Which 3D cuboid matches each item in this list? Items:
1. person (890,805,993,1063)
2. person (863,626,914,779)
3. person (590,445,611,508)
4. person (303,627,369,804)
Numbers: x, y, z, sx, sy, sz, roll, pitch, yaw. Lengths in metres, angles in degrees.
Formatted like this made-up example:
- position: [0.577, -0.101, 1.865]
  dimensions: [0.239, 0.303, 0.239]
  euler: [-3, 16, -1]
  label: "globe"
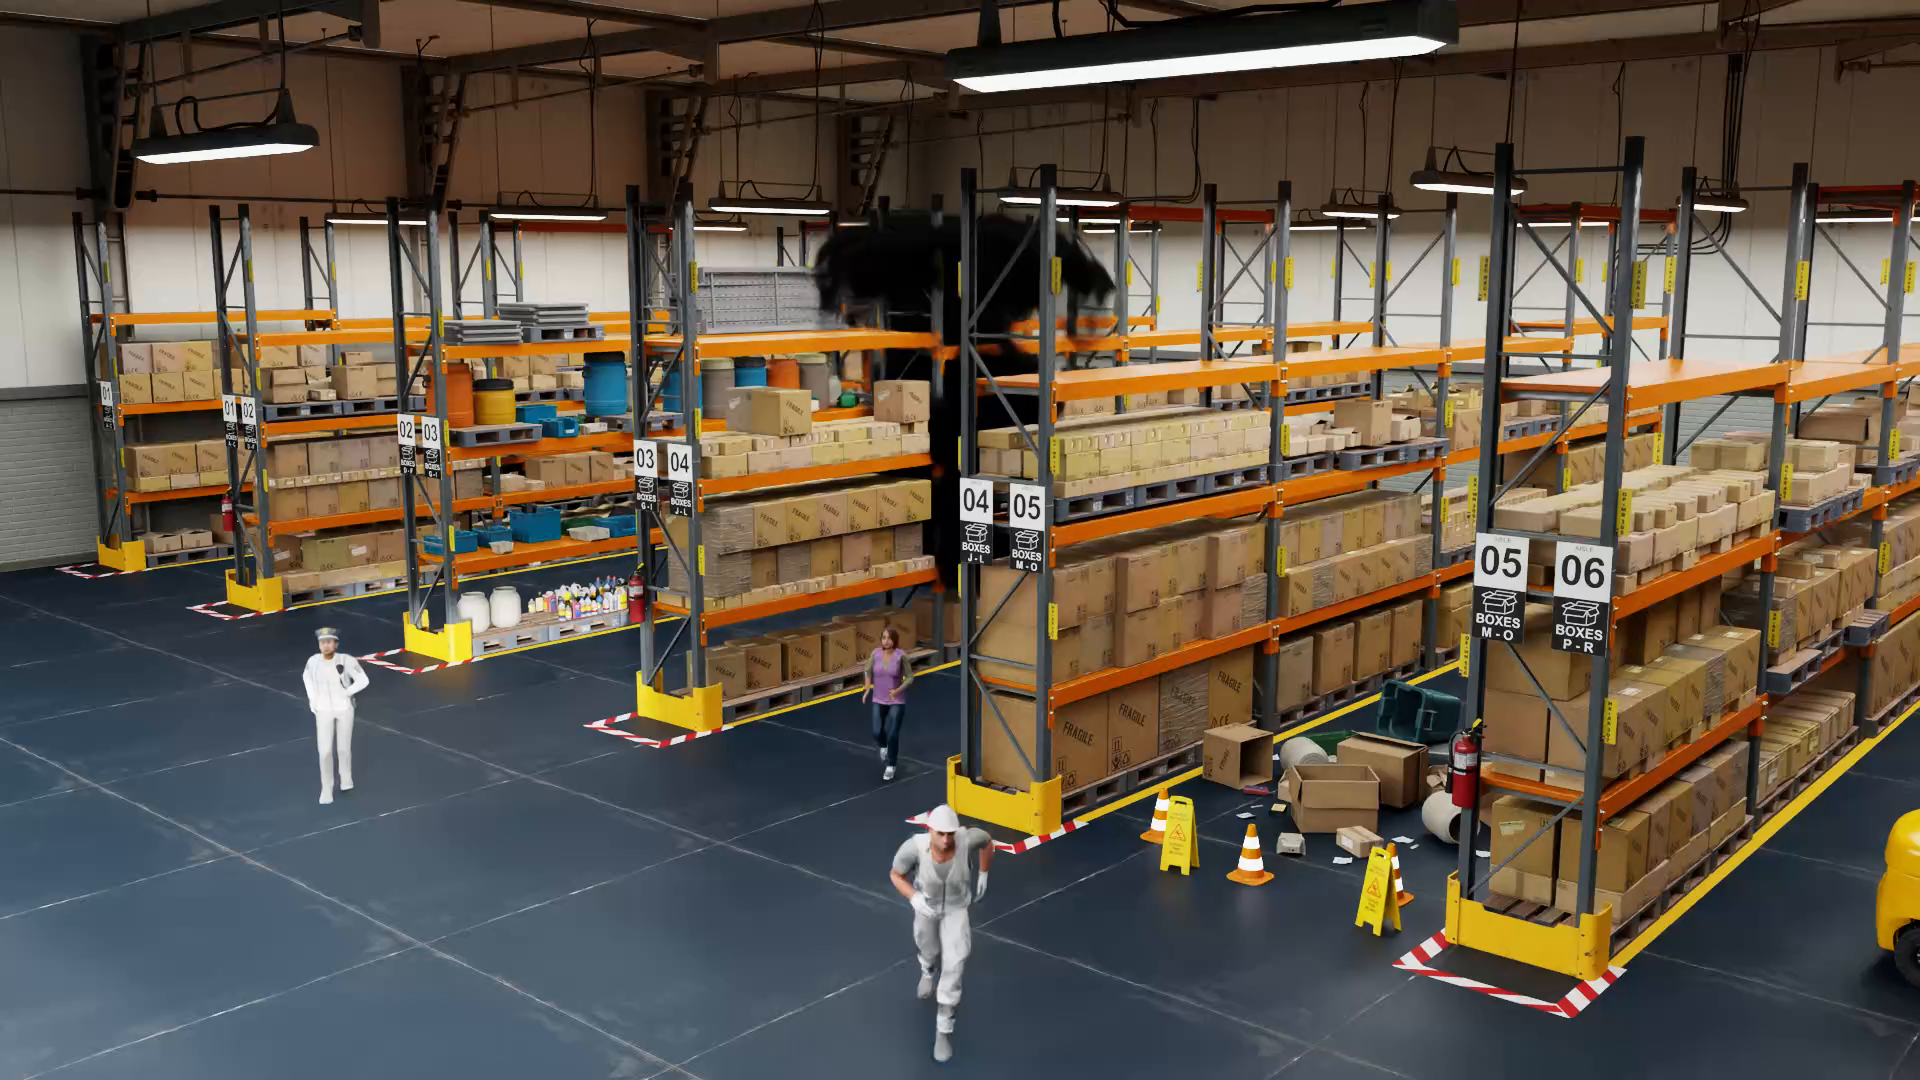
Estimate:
- position: [-0.135, 2.511, 11.223]
  dimensions: [0.703, 1.731, 1.060]
  euler: [-1, 10, -8]
  label: "person"
- position: [-0.736, 1.653, 16.754]
  dimensions: [0.541, 1.561, 0.498]
  euler: [2, 10, 9]
  label: "person"
- position: [-7.092, -1.113, 32.806]
  dimensions: [0.562, 1.719, 0.857]
  euler: [7, 12, 37]
  label: "person"
- position: [-6.048, 1.689, 16.151]
  dimensions: [0.626, 1.770, 0.691]
  euler: [-2, 10, -12]
  label: "person"
